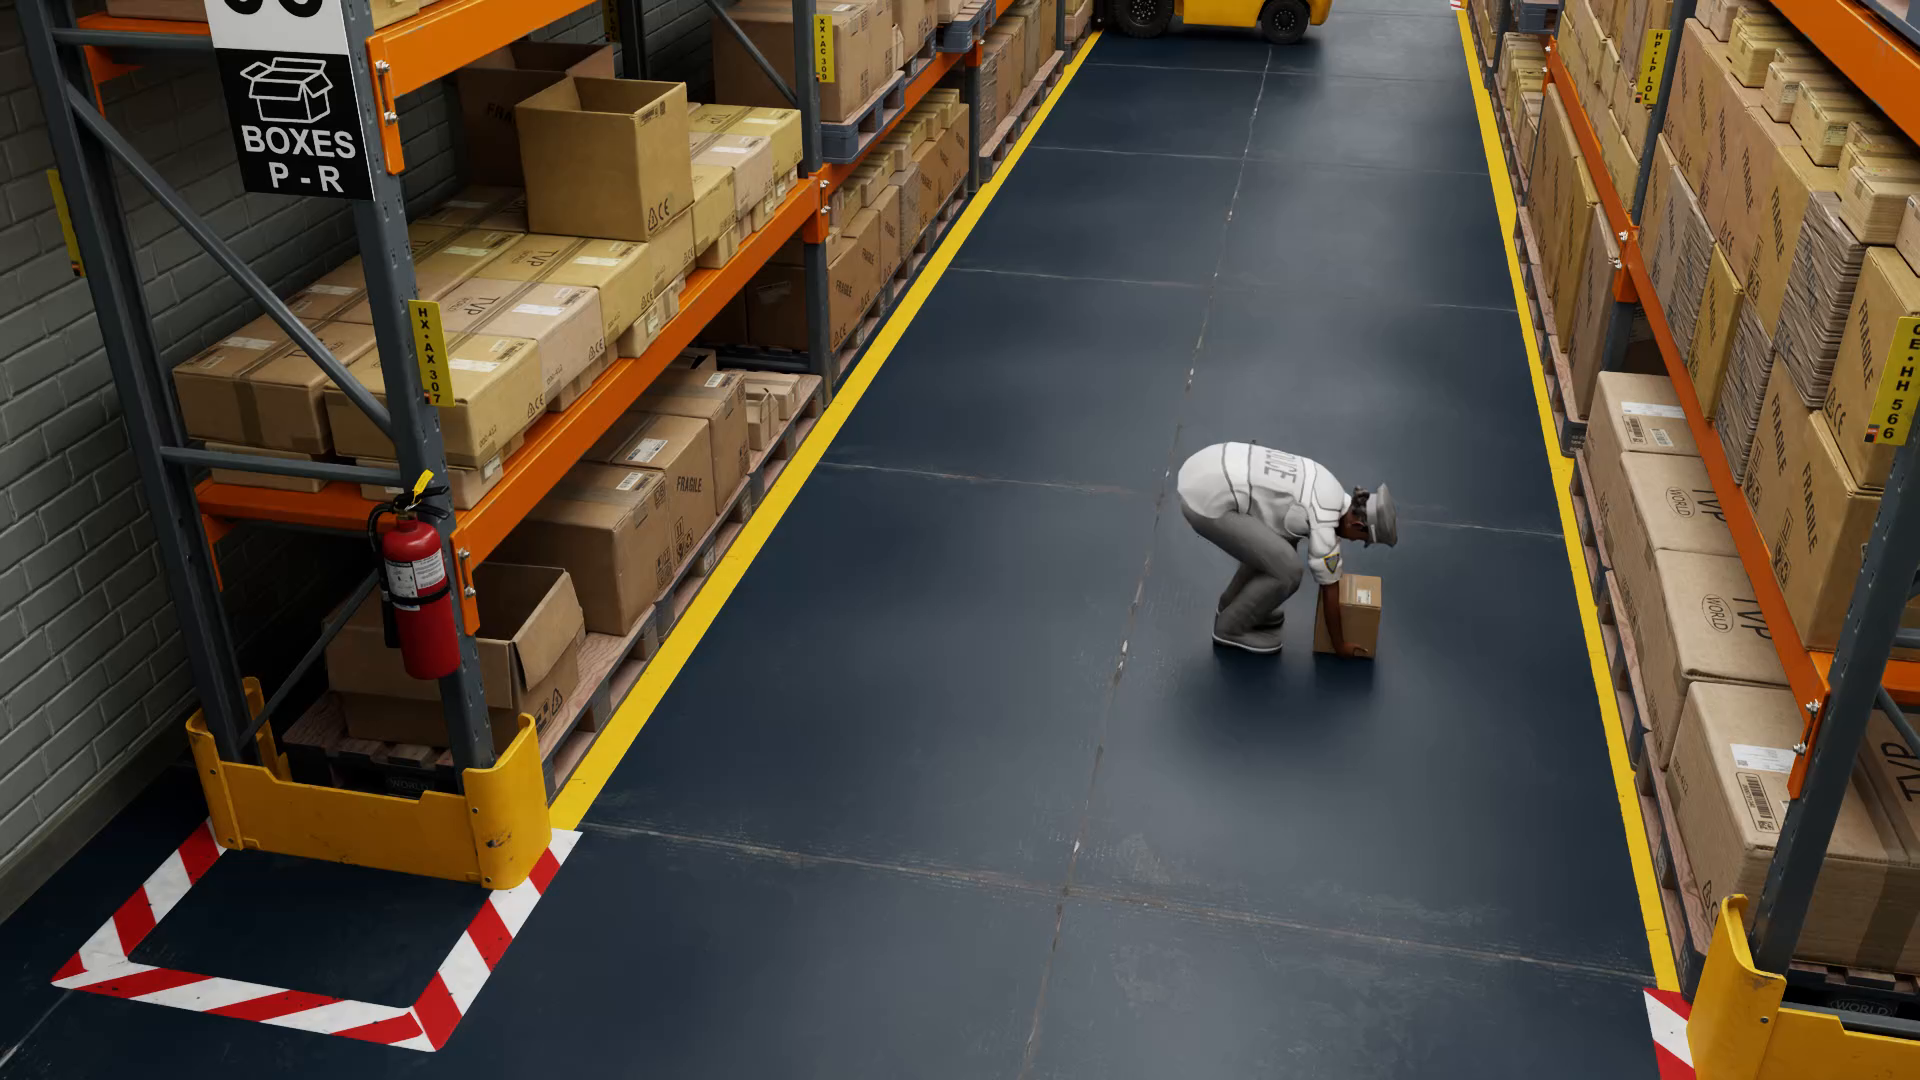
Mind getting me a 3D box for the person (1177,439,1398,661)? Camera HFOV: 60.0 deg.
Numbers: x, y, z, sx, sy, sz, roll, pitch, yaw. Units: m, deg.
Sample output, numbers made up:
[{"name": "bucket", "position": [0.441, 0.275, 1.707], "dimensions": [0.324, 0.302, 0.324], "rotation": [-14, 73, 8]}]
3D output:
[{"name": "person", "position": [1.343, 0.032, 6.905], "dimensions": [0.909, 0.858, 0.450], "rotation": [5, 29, 8]}]
